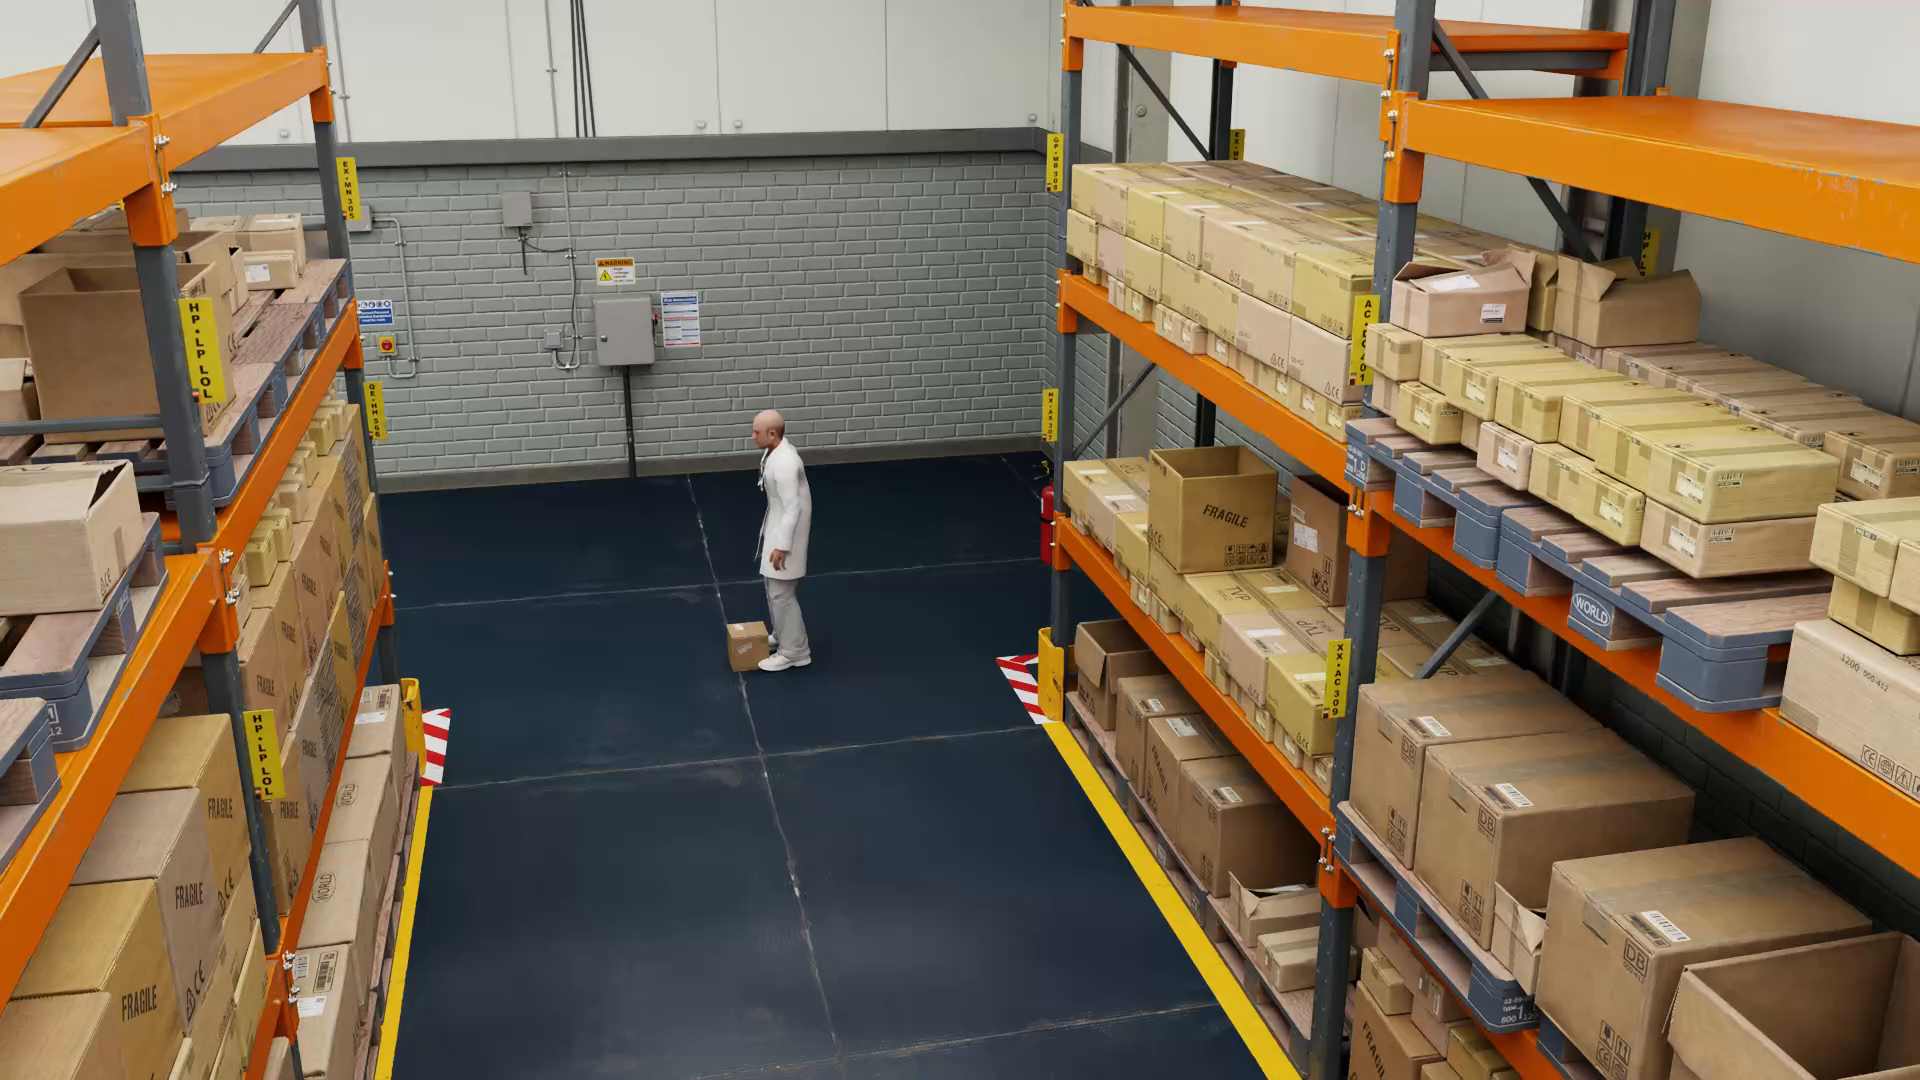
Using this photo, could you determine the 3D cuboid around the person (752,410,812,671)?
[{"bbox_3d":[-1.204,-0.018,11.135,0.422,1.770,0.642,-4,20,-12],"label":"person"}]
